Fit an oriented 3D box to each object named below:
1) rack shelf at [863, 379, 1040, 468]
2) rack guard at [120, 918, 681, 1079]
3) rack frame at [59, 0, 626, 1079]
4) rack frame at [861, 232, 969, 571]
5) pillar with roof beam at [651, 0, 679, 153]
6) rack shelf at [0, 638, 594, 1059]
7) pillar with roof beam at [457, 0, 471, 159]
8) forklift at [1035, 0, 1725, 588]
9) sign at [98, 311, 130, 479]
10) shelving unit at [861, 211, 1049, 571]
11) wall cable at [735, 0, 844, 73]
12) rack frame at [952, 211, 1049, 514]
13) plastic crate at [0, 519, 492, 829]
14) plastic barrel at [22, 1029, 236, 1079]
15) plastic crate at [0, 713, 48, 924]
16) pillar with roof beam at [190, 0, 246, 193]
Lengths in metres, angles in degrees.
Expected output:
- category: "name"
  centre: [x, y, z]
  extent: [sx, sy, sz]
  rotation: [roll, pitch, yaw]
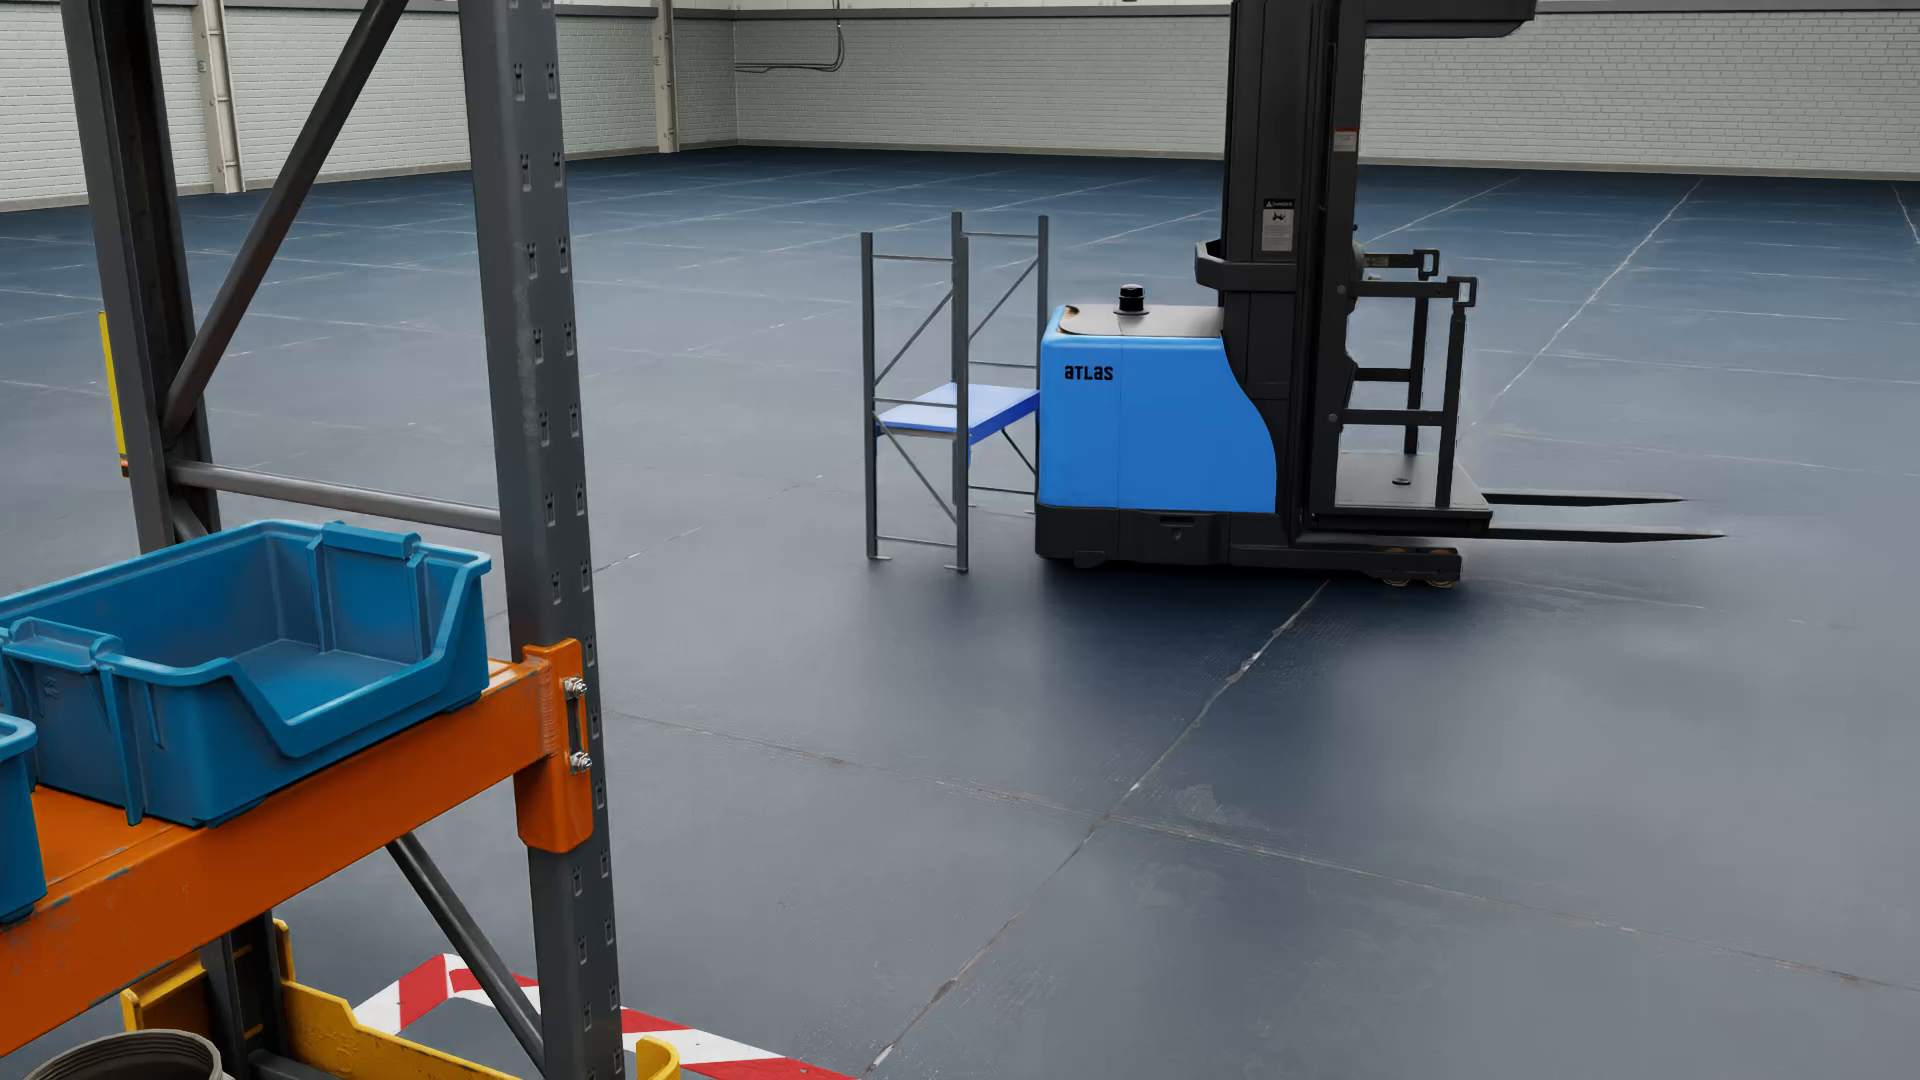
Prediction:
- category: "rack shelf"
  centre: [-0.002, -0.571, 7.943]
  extent: [0.538, 0.185, 1.000]
  rotation: [7, 18, 22]
- category: "rack guard"
  centre: [-1.094, 1.155, 3.258]
  extent: [1.175, 0.500, 0.348]
  rotation: [8, 18, 25]
- category: "rack frame"
  centre: [-1.105, -0.069, 2.988]
  extent: [0.949, 2.616, 0.053]
  rotation: [8, 18, 25]
- category: "rack frame"
  centre: [-0.199, -0.610, 7.443]
  extent: [0.500, 1.500, 0.032]
  rotation: [7, 18, 22]
- category: "pillar with roof beam"
  centre: [-2.702, -12.497, 34.295]
  extent: [9.100, 9.000, 0.400]
  rotation: [8, 18, 25]
- category: "rack shelf"
  centre: [-1.996, 0.786, 1.374]
  extent: [1.077, 0.370, 4.000]
  rotation: [8, 18, 25]
- category: "pillar with roof beam"
  centre: [-5.383, -10.969, 29.149]
  extent: [9.100, 9.000, 0.400]
  rotation: [8, 18, 25]
- category: "forklift"
  centre: [1.898, -1.355, 7.439]
  extent: [3.031, 2.935, 1.130]
  rotation: [2, 17, 6]
- category: "sign"
  centre: [-1.592, -0.272, 3.187]
  extent: [0.100, 0.325, 0.005]
  rotation: [8, 18, 25]
- category: "shelving unit"
  centre: [-0.002, -0.743, 7.892]
  extent: [0.538, 1.500, 1.048]
  rotation: [7, 18, 22]
- category: "wall cable"
  centre: [-4.054, -12.138, 38.541]
  extent: [3.097, 2.526, 0.112]
  rotation: [8, 18, 25]
- category: "rack frame"
  centre: [0.194, -0.877, 8.342]
  extent: [0.500, 1.500, 0.032]
  rotation: [7, 18, 22]
- category: "plastic crate"
  centre: [-1.058, 0.168, 2.451]
  extent: [0.499, 0.251, 0.616]
  rotation: [8, 18, 25]
- category: "plastic barrel"
  centre: [-1.328, 1.100, 2.684]
  extent: [0.421, 0.512, 0.421]
  rotation: [0, 17, 0]
- category: "plastic crate"
  centre: [-1.353, 0.333, 1.896]
  extent: [0.499, 0.251, 0.408]
  rotation: [8, 18, 25]
- category: "pillar with roof beam"
  centre: [-8.064, -9.440, 24.004]
  extent: [9.100, 9.000, 0.400]
  rotation: [8, 18, 25]
